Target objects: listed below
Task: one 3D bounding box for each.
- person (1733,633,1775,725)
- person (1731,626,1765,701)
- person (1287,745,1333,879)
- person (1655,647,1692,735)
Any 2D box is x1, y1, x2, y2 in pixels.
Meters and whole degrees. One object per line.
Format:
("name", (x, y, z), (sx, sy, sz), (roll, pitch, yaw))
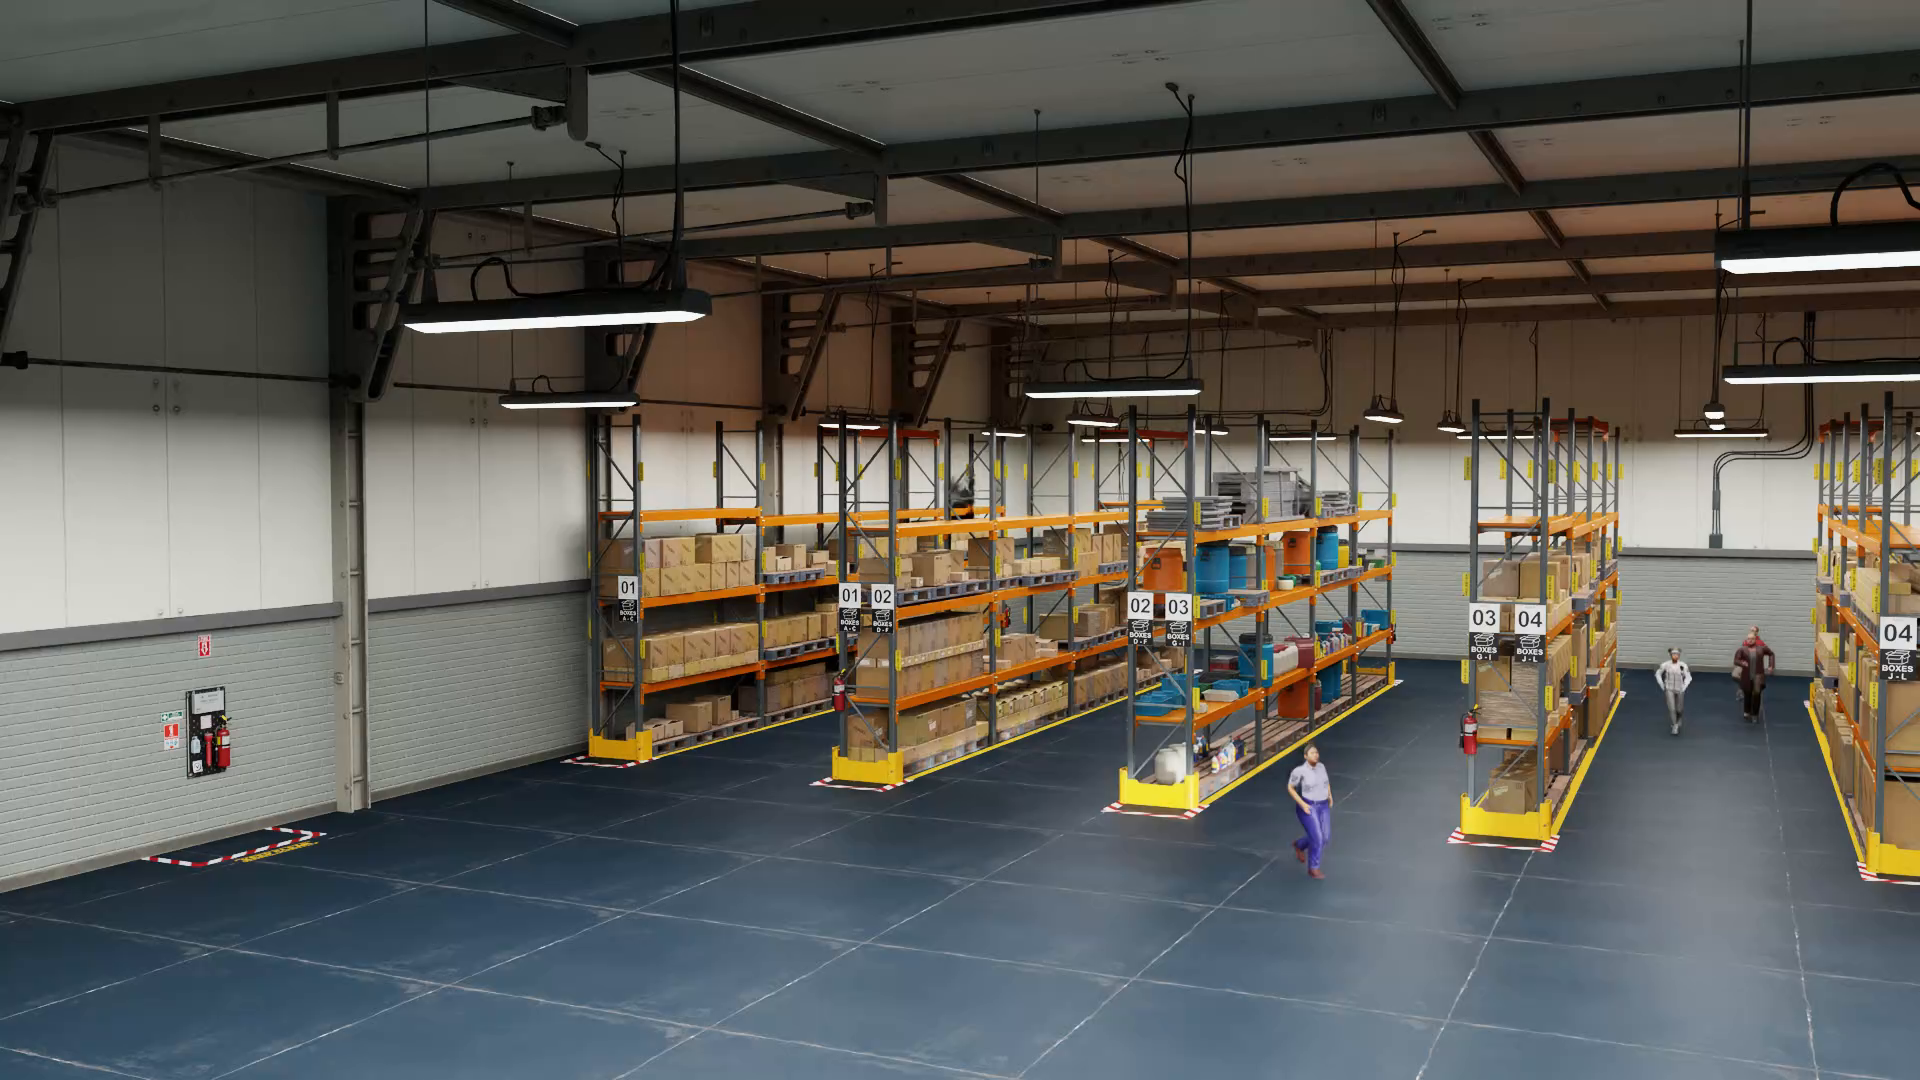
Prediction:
("person", (15.791, 2.757, 33.079), (0.729, 1.804, 0.962), (1, 3, 31))
("person", (17.092, 2.688, 36.062), (0.577, 1.658, 0.685), (-1, 3, -22))
("person", (4.353, 3.355, 20.703), (0.603, 1.629, 0.624), (-1, 3, -29))
("person", (13.648, 2.867, 31.827), (0.648, 1.659, 0.664), (1, 2, 20))
